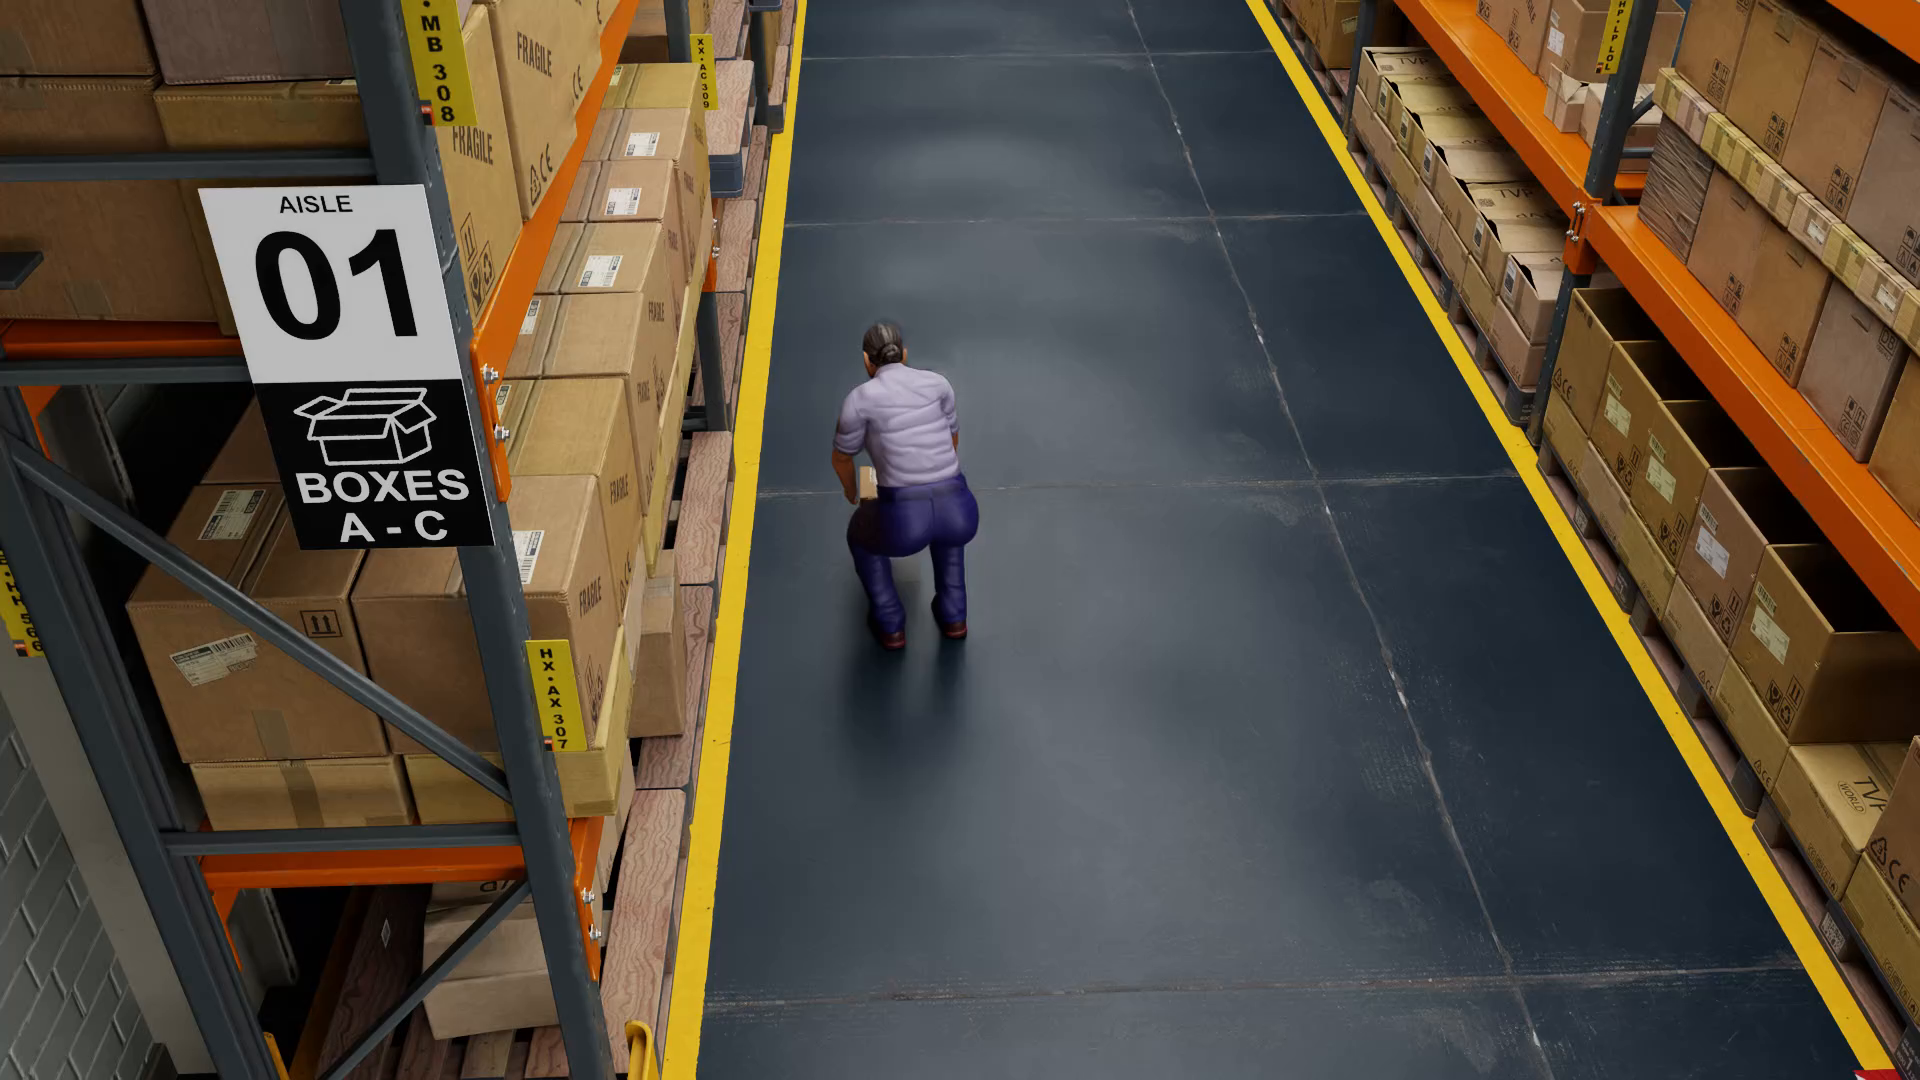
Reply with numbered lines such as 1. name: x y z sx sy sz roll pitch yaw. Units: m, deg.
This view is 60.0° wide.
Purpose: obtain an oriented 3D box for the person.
1. person: -0.226 -0.203 6.712 0.536 1.226 0.702 -10 37 -13
